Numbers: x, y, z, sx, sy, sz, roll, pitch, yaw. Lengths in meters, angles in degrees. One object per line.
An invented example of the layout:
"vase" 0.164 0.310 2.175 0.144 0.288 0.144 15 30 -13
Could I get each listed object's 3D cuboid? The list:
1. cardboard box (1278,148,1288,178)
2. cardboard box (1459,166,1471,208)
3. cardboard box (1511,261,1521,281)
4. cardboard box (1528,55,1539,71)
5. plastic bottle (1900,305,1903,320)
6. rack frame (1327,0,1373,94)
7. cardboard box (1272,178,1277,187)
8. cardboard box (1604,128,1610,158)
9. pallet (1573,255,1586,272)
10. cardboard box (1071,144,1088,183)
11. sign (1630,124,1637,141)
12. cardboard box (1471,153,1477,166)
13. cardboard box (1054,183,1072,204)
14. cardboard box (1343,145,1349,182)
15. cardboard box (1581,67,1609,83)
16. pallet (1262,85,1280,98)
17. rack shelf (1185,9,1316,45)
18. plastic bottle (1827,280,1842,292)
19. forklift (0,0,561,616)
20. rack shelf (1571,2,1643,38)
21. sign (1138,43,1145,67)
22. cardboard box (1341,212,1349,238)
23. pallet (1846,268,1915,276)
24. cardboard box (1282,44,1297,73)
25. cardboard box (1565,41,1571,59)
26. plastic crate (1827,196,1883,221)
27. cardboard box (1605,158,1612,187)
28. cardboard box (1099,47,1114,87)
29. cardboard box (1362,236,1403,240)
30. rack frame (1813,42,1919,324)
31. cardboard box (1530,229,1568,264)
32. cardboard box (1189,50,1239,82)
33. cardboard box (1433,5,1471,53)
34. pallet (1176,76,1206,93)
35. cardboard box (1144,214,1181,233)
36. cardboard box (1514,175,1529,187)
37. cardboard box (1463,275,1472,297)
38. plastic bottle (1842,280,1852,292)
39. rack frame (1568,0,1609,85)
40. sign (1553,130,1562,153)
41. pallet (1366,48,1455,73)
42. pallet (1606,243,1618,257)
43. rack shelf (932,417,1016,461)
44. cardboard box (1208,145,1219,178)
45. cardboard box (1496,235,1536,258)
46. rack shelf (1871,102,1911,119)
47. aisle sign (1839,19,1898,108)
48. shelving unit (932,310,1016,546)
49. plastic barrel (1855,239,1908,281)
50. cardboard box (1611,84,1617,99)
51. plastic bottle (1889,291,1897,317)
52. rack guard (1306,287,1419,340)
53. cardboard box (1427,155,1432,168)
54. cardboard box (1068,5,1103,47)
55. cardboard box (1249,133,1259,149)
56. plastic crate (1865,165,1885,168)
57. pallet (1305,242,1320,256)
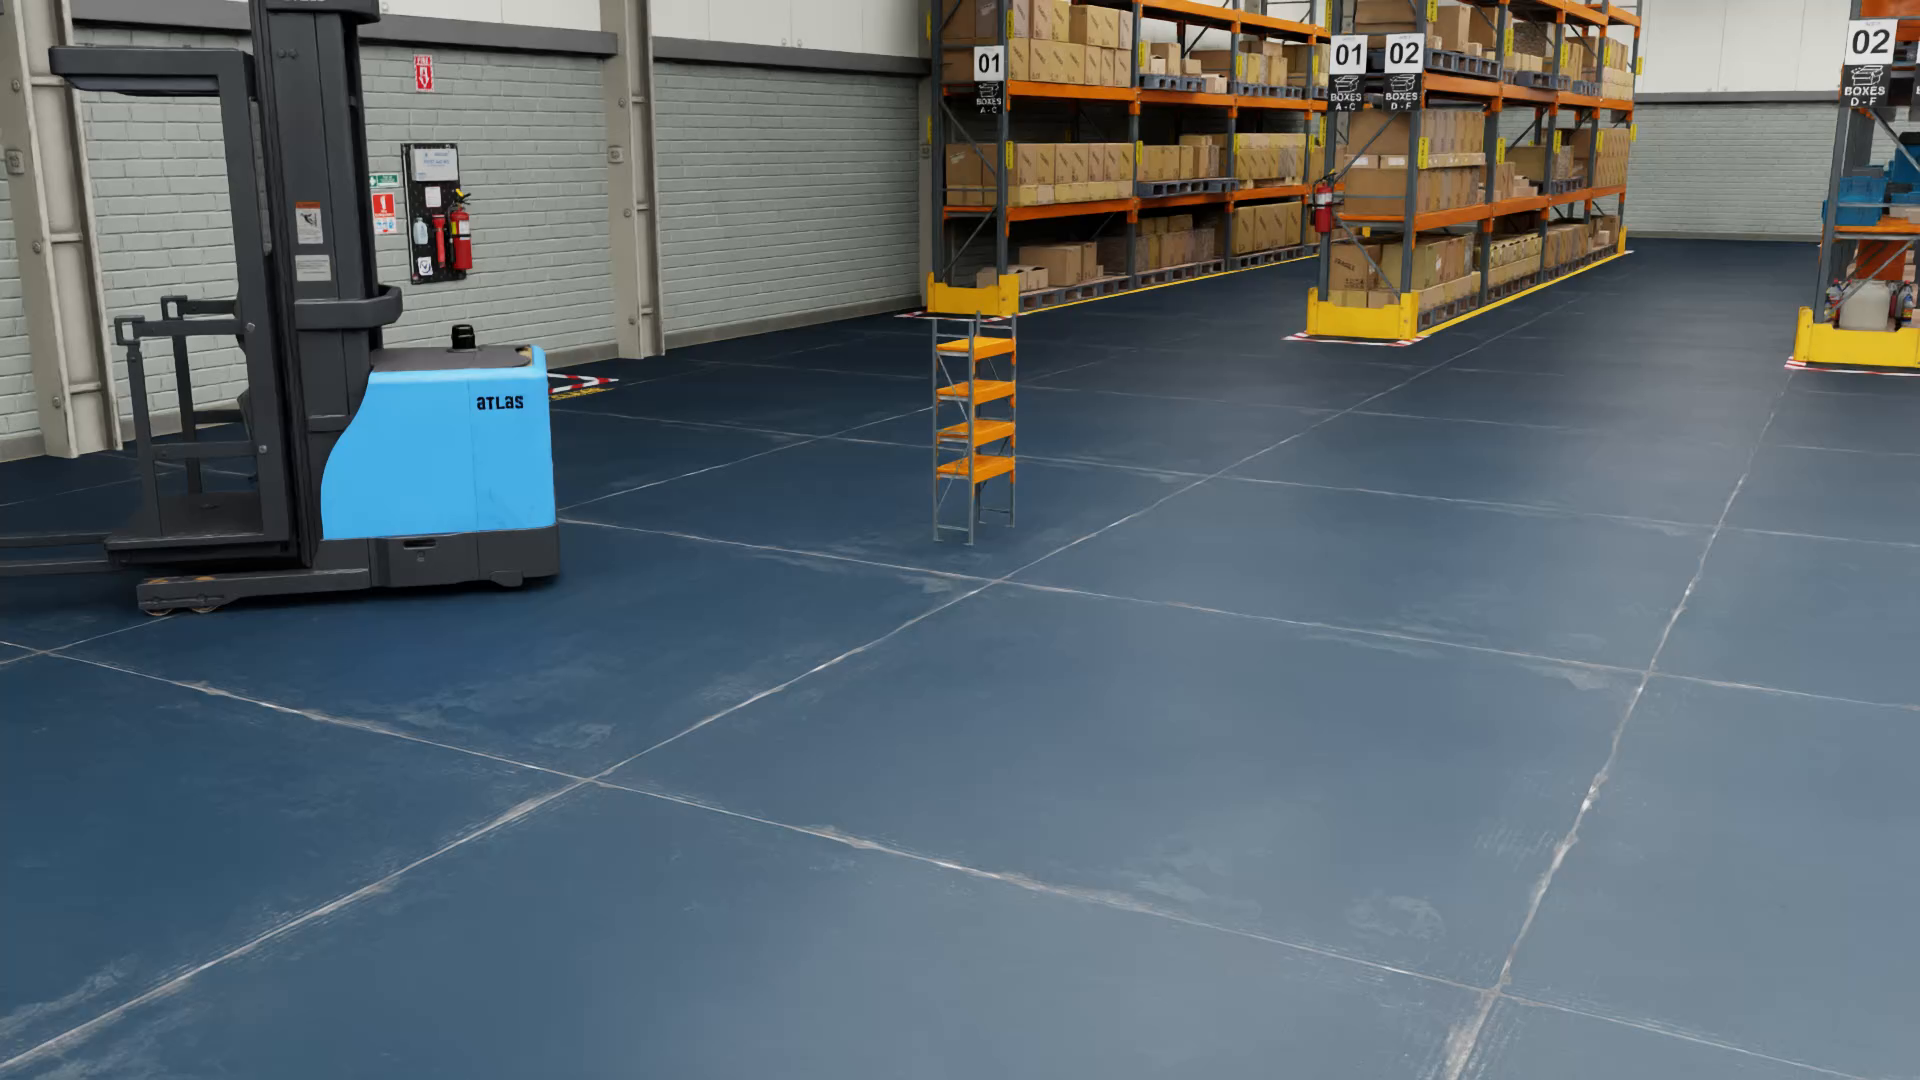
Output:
"cardboard box" 5.428 -6.626 29.228 0.500 0.500 0.500 7 15 28
"cardboard box" 5.932 -4.401 20.674 0.700 0.500 0.500 7 15 27
"cardboard box" 7.545 -3.790 23.327 0.500 0.250 0.500 8 16 29
"cardboard box" 7.916 -6.754 23.672 0.500 0.250 0.500 8 16 30
"plastic bottle" 10.202 -2.471 17.917 0.097 0.201 0.097 0 14 0
"rack frame" 7.853 -10.492 33.352 1.000 3.000 0.127 7 15 28
"cardboard box" 5.351 -6.285 29.197 0.380 0.149 0.250 7 15 26
"cardboard box" 10.980 -6.899 28.905 0.500 0.500 0.500 7 15 26
"pallet" 9.897 -4.667 27.943 1.003 0.211 1.213 7 15 28
"cardboard box" 1.354 -4.971 21.929 0.500 0.500 0.500 8 16 30
"sign" 12.667 -7.664 31.280 0.100 0.325 0.005 7 15 28
"cardboard box" 6.200 -4.732 20.665 0.380 0.149 0.250 7 15 26
"cardboard box" 1.122 -4.506 21.599 0.500 0.250 0.500 7 15 27
"cardboard box" 7.273 -7.465 32.957 0.980 0.700 0.700 7 15 28
"cardboard box" 10.710 -7.894 28.231 0.500 0.250 0.500 7 15 28
"pallet" 4.788 -7.668 28.443 1.003 0.211 1.213 8 16 31
"rack shelf" 4.952 -8.717 28.377 1.077 0.370 4.000 7 15 28
"plastic bottle" 9.880 -2.760 18.793 0.144 0.351 0.185 7 15 26
"forklift" -3.518 -1.215 7.820 3.031 2.935 1.130 -3 14 -14
"rack shelf" 11.224 -9.170 29.410 1.077 0.370 4.000 7 15 28
"sign" 2.530 -6.763 23.182 0.100 0.325 0.005 7 15 28
"cardboard box" 7.360 -6.307 33.230 0.700 0.500 0.500 7 15 28
"pallet" 13.593 -3.872 24.643 1.003 0.211 1.213 7 15 28
"cardboard box" 6.053 -8.927 30.872 0.500 0.500 0.500 7 15 28
"cardboard box" 9.307 -7.585 26.371 0.600 0.600 0.600 7 15 26
"plastic crate" 9.090 -3.367 16.917 0.499 0.251 0.408 7 15 28
"cardboard box" 11.231 -6.524 29.482 0.500 0.500 0.500 7 15 28
"cardboard box" 1.768 -6.396 22.507 0.500 0.500 0.500 6 15 23
"cardboard box" 5.168 -3.417 20.178 0.500 0.500 0.500 7 15 28
"rack frame" 8.791 -3.170 15.783 1.000 3.000 0.127 7 15 28
"cardboard box" 9.289 -4.644 26.289 0.500 0.500 0.500 7 15 27
"cardboard box" 4.165 -7.759 27.264 0.700 0.500 0.500 6 15 24
"cardboard box" 5.498 -5.821 18.970 0.500 0.500 0.500 7 15 28
"pallet" 2.942 -6.808 24.873 1.213 0.211 1.003 7 15 28
"cardboard box" 3.108 -4.928 25.868 0.500 0.250 0.500 7 15 28
"cardboard box" 8.110 -5.260 24.644 0.500 0.311 0.500 9 16 32
"cardboard box" 6.107 -3.199 20.873 0.500 0.250 0.500 7 15 28
"plastic bottle" 10.097 -2.782 18.886 0.144 0.351 0.185 7 15 28
"rack frame" 10.257 -9.111 27.623 1.000 3.000 0.127 7 15 28
"sign" 8.811 -5.874 24.528 0.100 0.325 0.005 7 15 28
"pallet" 4.821 -5.290 18.362 1.003 0.211 1.213 7 15 28
"pallet" 11.770 -5.480 31.313 1.003 0.211 1.213 7 15 28
"rack shelf" 0.080 -0.552 9.050 0.258 0.148 0.480 7 15 28
"cardboard box" 3.767 -6.099 26.779 0.700 0.500 0.500 5 15 21
"cardboard box" 8.041 -4.271 24.123 0.500 0.311 0.500 7 15 27
"rack shelf" 15.559 -7.151 27.430 1.077 0.370 4.000 7 15 28
"aisle sign" 8.496 -4.453 15.557 0.394 0.787 0.004 7 15 28
"shelving unit" 0.080 -0.617 9.034 0.258 1.200 0.503 7 15 28
"plastic barrel" 12.880 -4.063 23.220 0.600 0.830 0.708 7 15 28
"cardboard box" 11.197 -7.856 29.138 0.500 0.250 0.500 7 15 28
"plastic bottle" 10.241 -2.593 18.245 0.061 0.283 0.133 7 15 28
"rack guard" 4.445 -2.512 18.387 1.175 0.500 0.348 7 15 28
"cardboard box" 5.082 -4.258 18.697 0.380 0.149 0.250 7 15 28
"cardboard box" 1.548 -6.760 21.886 0.500 0.500 0.500 7 15 26
"cardboard box" 4.690 -6.676 27.833 0.500 0.250 0.500 7 15 27
"plastic crate" 14.519 -5.788 26.547 0.392 0.384 0.575 7 15 28
"pallet" 6.355 -5.546 31.588 1.003 0.211 1.213 7 15 28
